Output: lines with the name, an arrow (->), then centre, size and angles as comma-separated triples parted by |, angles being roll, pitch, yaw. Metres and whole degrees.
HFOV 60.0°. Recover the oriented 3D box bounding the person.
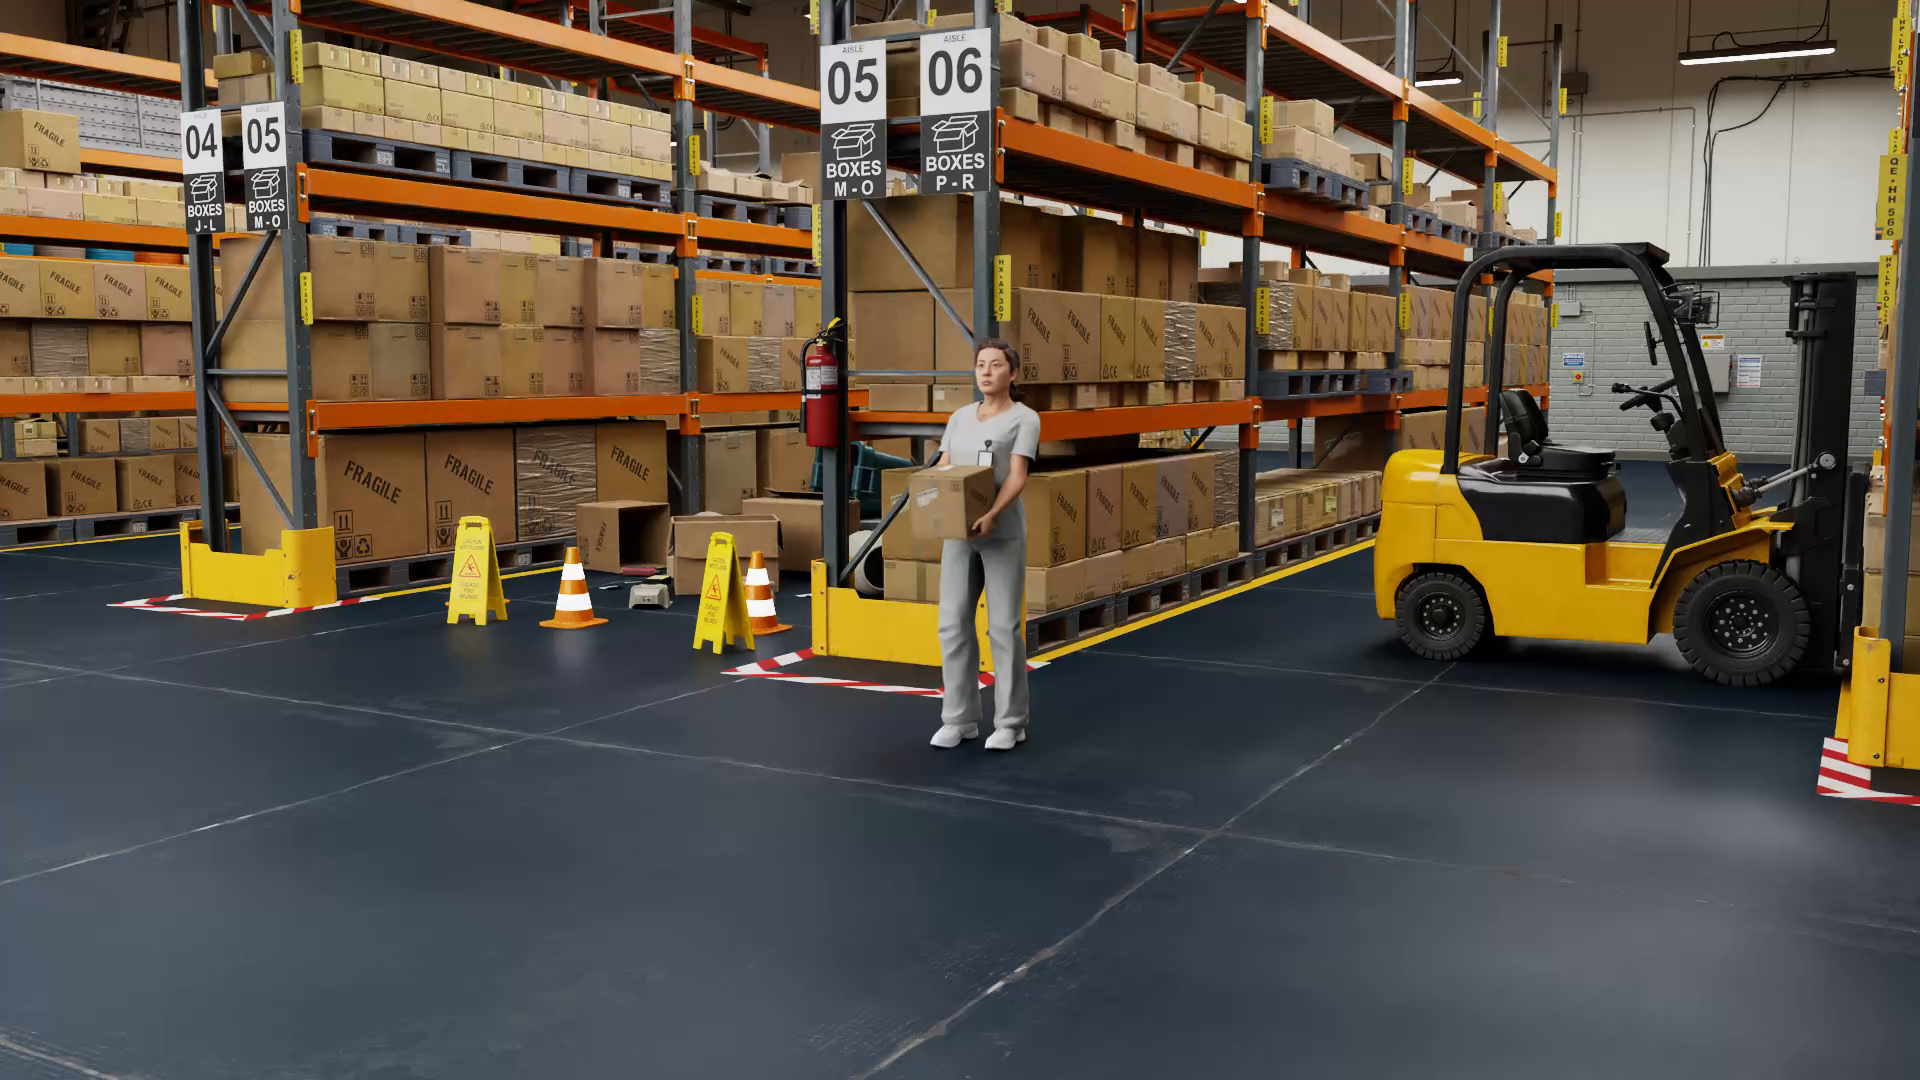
person -> 0.075, 0.015, 6.754 | 0.436, 1.664, 0.558 | 3, 7, 30
